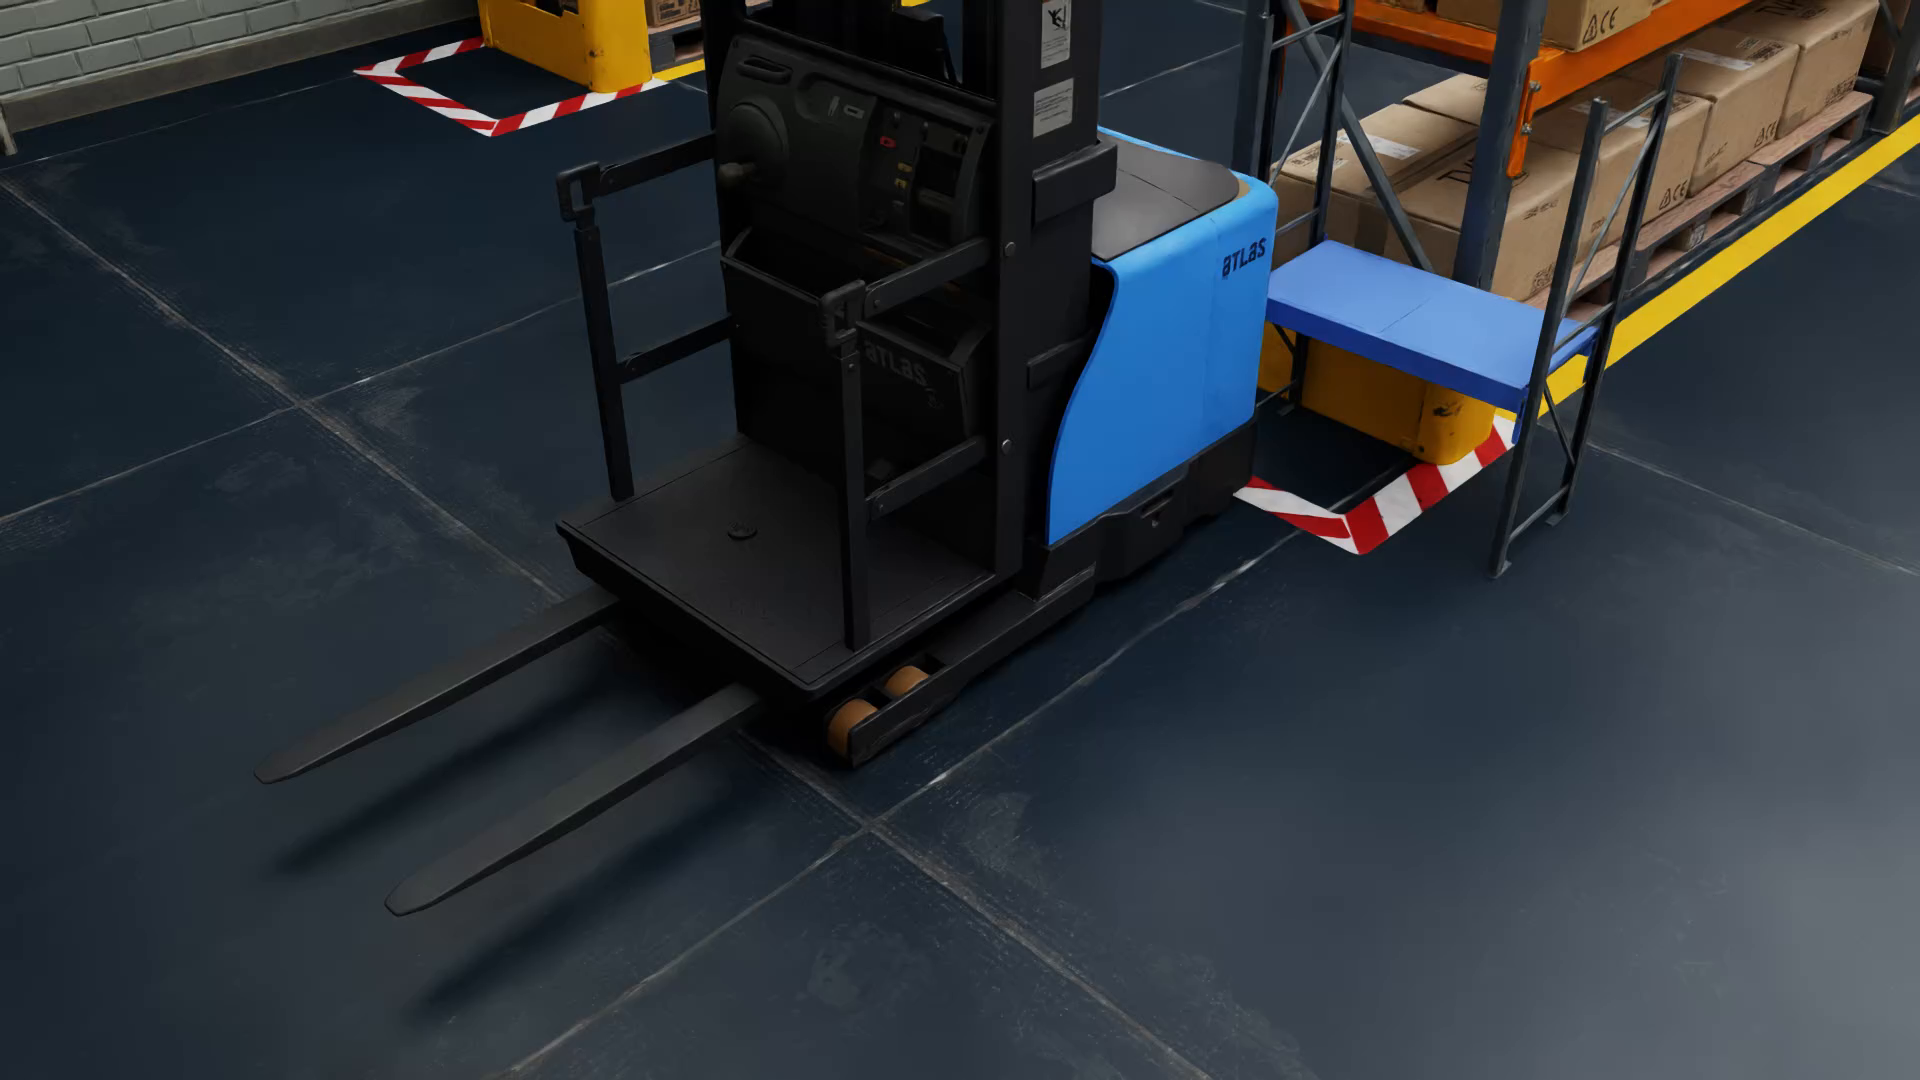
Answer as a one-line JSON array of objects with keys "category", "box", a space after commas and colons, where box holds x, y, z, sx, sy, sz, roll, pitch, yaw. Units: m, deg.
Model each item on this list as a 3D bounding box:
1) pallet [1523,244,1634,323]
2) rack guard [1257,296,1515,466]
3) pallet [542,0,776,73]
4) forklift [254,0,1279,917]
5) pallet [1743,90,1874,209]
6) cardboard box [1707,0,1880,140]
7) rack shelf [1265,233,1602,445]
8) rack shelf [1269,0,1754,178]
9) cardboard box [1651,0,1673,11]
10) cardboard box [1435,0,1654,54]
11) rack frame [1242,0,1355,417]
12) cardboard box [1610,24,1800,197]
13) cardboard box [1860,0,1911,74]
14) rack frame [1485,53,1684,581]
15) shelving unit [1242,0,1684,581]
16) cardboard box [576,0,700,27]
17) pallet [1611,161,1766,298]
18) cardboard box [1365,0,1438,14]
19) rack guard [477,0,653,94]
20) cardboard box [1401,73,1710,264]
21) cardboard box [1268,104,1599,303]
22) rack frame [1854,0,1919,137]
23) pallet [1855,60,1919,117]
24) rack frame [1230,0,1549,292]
[{"category": "pallet", "box": [1.859, -0.993, 6.490, 1.003, 0.211, 1.213, 30, 45, 35]}, {"category": "rack guard", "box": [1.335, -0.746, 5.882, 1.175, 0.500, 0.348, 30, 45, 35]}, {"category": "pallet", "box": [-1.559, -2.991, 9.354, 1.003, 0.211, 1.213, 30, 45, 35]}, {"category": "forklift", "box": [-0.433, -0.945, 4.043, 1.130, 2.935, 3.031, 29, 44, 35]}, {"category": "pallet", "box": [3.579, -1.984, 7.910, 1.003, 0.211, 1.213, 30, 45, 35]}, {"category": "cardboard box", "box": [3.651, -2.314, 7.819, 0.875, 0.438, 0.875, 29, 44, 35]}, {"category": "rack shelf", "box": [1.413, -0.652, 5.187, 1.000, 0.185, 0.538, 28, 43, 34]}, {"category": "rack shelf", "box": [2.761, -2.298, 6.551, 1.077, 0.370, 4.000, 30, 45, 35]}, {"category": "cardboard box", "box": [2.230, -2.118, 5.577, 0.500, 0.500, 0.500, 29, 44, 35]}, {"category": "cardboard box", "box": [1.894, -1.901, 5.266, 0.500, 0.500, 0.500, 29, 44, 35]}, {"category": "rack frame", "box": [1.037, -0.995, 5.366, 0.032, 1.500, 0.500, 28, 43, 34]}, {"category": "cardboard box", "box": [3.021, -1.951, 7.298, 0.875, 0.438, 0.875, 28, 44, 34]}, {"category": "cardboard box", "box": [4.550, -2.989, 8.404, 0.875, 0.875, 0.875, -28, 44, -34]}, {"category": "rack frame", "box": [1.788, -0.603, 4.803, 0.032, 1.500, 0.500, 28, 43, 34]}, {"category": "shelving unit", "box": [1.413, -0.799, 5.085, 1.048, 1.500, 0.538, 28, 43, 34]}, {"category": "cardboard box", "box": [-1.675, -3.138, 8.943, 0.797, 0.503, 0.637, 28, 43, 34]}, {"category": "pallet", "box": [2.719, -1.486, 7.196, 1.003, 0.211, 1.213, 30, 45, 35]}, {"category": "cardboard box", "box": [1.504, -2.124, 5.587, 0.500, 0.500, 0.500, -30, 45, -35]}, {"category": "rack guard", "box": [-2.120, -2.785, 8.807, 1.175, 0.500, 0.348, 30, 45, 35]}, {"category": "cardboard box", "box": [2.385, -1.585, 6.774, 0.875, 0.438, 0.875, -29, 44, -34]}, {"category": "cardboard box", "box": [1.746, -1.210, 6.236, 0.875, 0.438, 0.875, 28, 44, 34]}, {"category": "rack frame", "box": [4.170, -3.405, 7.510, 1.000, 3.000, 0.127, 30, 45, 35]}, {"category": "pallet", "box": [4.660, -2.605, 8.800, 1.003, 0.211, 1.213, 30, 45, 35]}, {"category": "rack frame", "box": [1.352, -1.781, 5.181, 1.000, 3.000, 0.127, 30, 45, 35]}]
